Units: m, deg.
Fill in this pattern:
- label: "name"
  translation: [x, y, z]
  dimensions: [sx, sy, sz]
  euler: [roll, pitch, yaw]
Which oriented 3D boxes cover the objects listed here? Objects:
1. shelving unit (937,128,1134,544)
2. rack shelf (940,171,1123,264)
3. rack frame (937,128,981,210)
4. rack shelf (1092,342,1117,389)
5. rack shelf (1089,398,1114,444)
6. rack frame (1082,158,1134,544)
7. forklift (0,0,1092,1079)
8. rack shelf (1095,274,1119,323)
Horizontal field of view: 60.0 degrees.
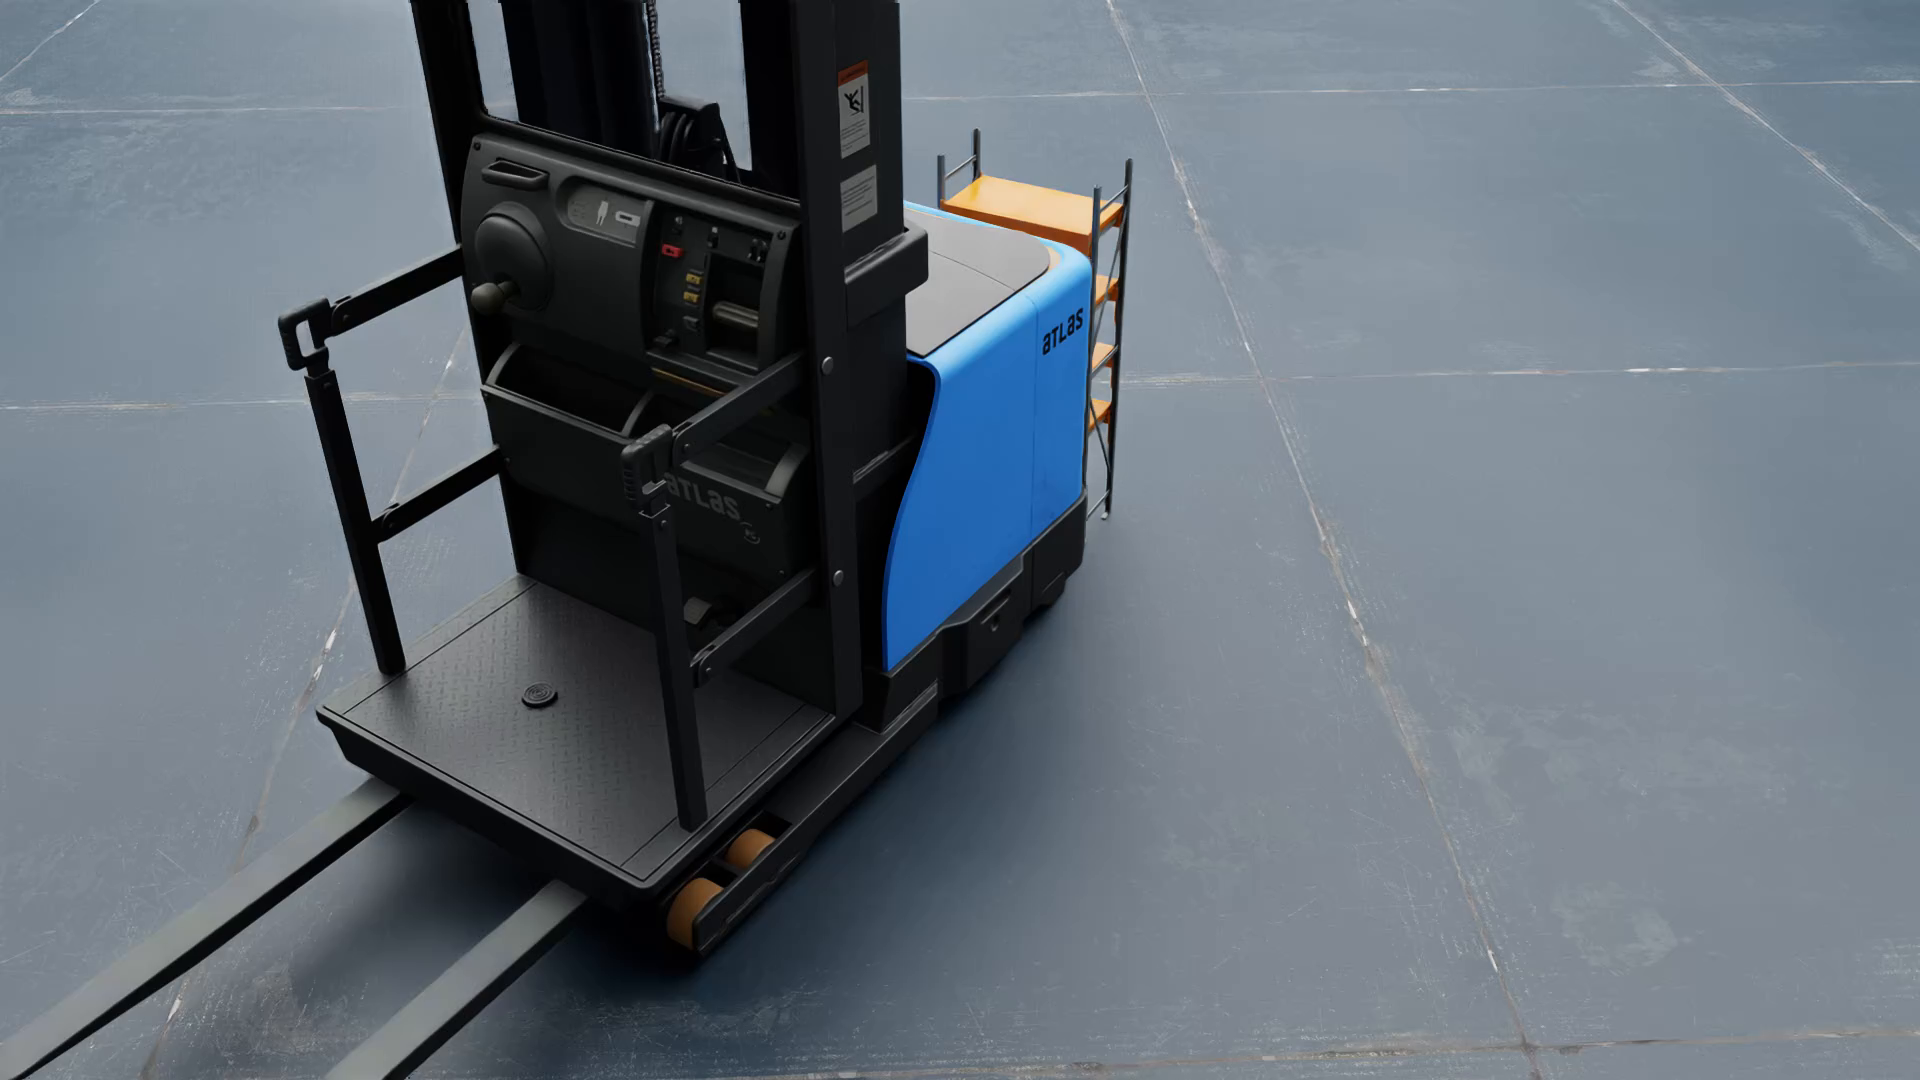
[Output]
- label: "shelving unit"
  translation: [0.213, -0.593, 5.052]
  dimensions: [0.503, 1.200, 0.258]
  euler: [17, 38, 23]
- label: "rack shelf"
  translation: [0.213, -0.916, 4.829]
  dimensions: [0.480, 0.148, 0.258]
  euler: [17, 38, 23]
- label: "rack frame"
  translation: [-0.002, -0.659, 5.148]
  dimensions: [0.015, 1.200, 0.240]
  euler: [17, 38, 23]
- label: "rack shelf"
  translation: [0.213, -0.538, 5.091]
  dimensions: [0.480, 0.148, 0.258]
  euler: [17, 38, 23]
- label: "rack shelf"
  translation: [0.213, -0.374, 5.204]
  dimensions: [0.480, 0.148, 0.258]
  euler: [17, 38, 23]
- label: "rack frame"
  translation: [0.427, -0.527, 4.957]
  dimensions: [0.015, 1.200, 0.240]
  euler: [17, 38, 23]
- label: "forklift"
  translation: [-0.859, -0.559, 3.483]
  dimensions: [1.130, 2.935, 3.031]
  euler: [21, 40, 27]
- label: "rack shelf"
  translation: [0.213, -0.721, 4.963]
  dimensions: [0.480, 0.148, 0.258]
  euler: [17, 38, 23]
